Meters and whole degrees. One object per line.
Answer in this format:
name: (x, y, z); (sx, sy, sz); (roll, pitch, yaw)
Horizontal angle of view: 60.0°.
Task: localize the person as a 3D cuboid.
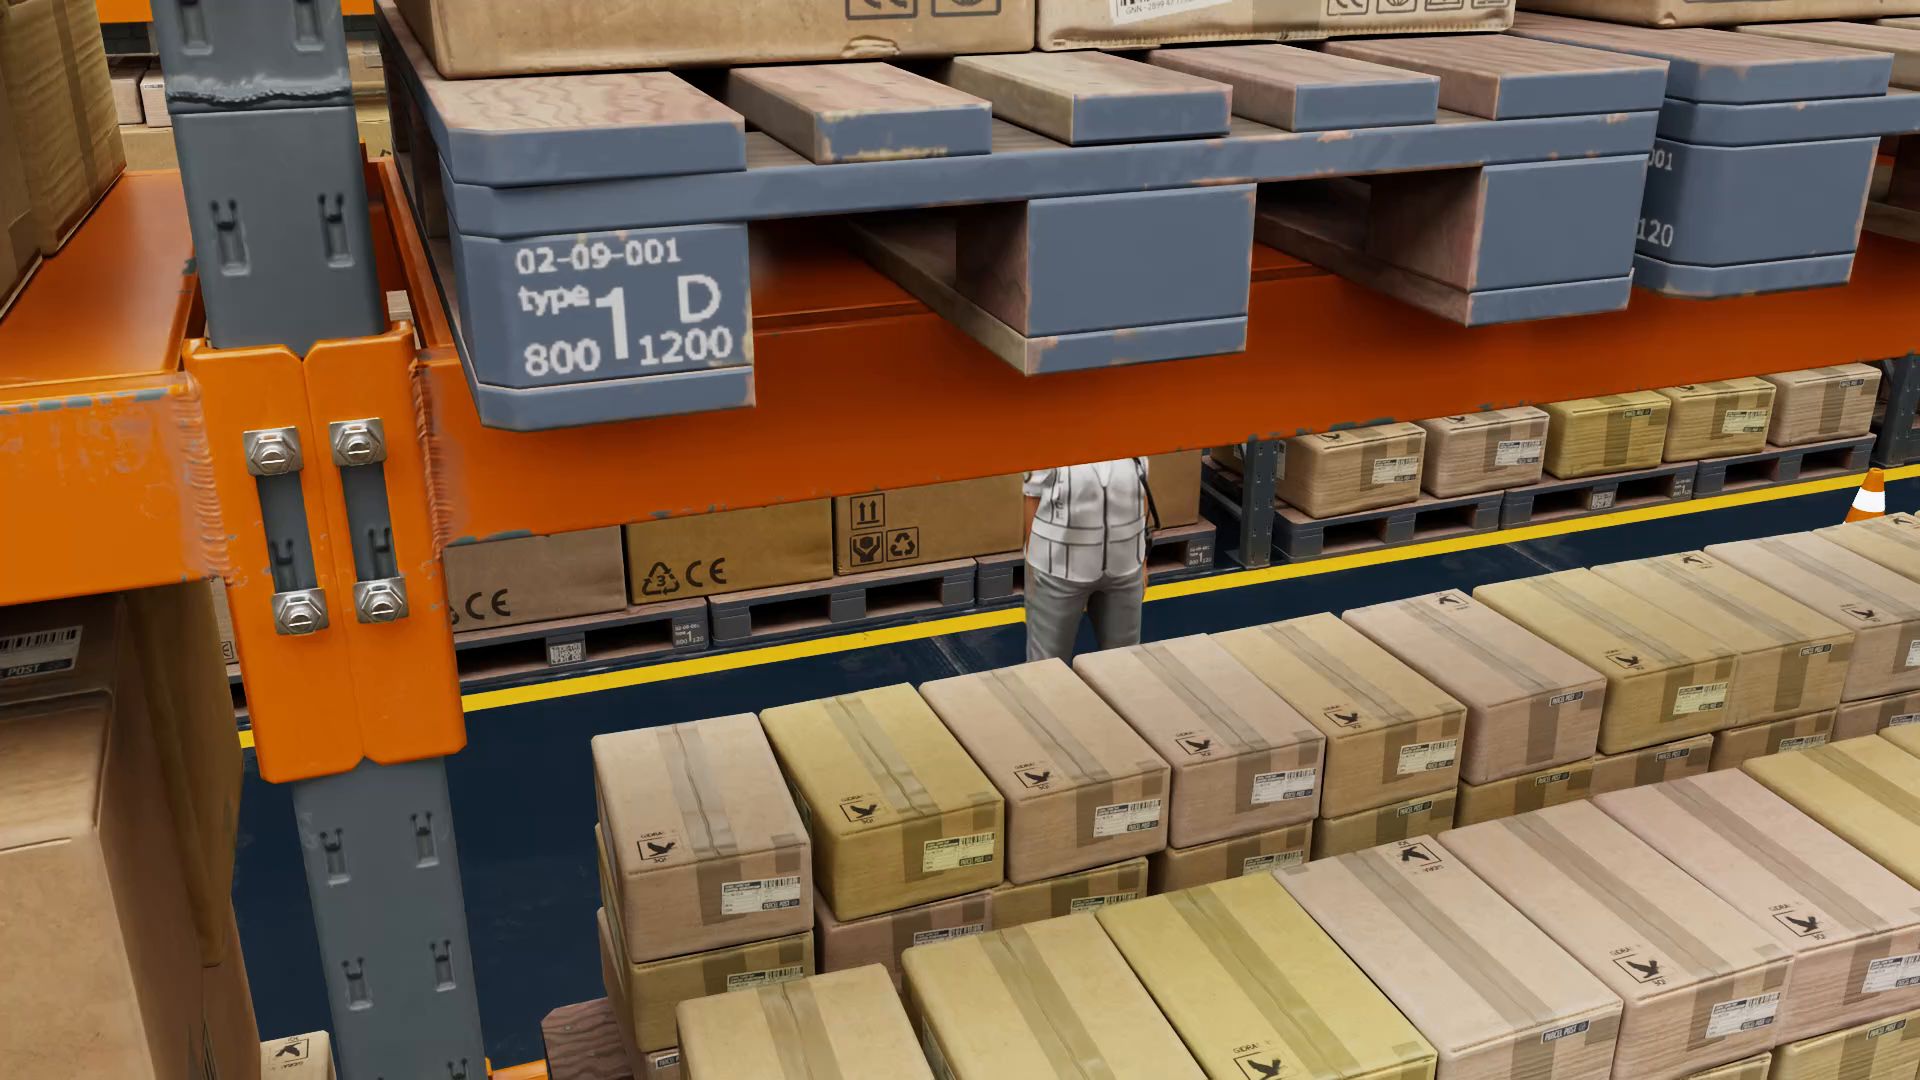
person: (0.454, 0.119, 5.861); (0.467, 1.695, 0.386); (-8, 24, -18)
